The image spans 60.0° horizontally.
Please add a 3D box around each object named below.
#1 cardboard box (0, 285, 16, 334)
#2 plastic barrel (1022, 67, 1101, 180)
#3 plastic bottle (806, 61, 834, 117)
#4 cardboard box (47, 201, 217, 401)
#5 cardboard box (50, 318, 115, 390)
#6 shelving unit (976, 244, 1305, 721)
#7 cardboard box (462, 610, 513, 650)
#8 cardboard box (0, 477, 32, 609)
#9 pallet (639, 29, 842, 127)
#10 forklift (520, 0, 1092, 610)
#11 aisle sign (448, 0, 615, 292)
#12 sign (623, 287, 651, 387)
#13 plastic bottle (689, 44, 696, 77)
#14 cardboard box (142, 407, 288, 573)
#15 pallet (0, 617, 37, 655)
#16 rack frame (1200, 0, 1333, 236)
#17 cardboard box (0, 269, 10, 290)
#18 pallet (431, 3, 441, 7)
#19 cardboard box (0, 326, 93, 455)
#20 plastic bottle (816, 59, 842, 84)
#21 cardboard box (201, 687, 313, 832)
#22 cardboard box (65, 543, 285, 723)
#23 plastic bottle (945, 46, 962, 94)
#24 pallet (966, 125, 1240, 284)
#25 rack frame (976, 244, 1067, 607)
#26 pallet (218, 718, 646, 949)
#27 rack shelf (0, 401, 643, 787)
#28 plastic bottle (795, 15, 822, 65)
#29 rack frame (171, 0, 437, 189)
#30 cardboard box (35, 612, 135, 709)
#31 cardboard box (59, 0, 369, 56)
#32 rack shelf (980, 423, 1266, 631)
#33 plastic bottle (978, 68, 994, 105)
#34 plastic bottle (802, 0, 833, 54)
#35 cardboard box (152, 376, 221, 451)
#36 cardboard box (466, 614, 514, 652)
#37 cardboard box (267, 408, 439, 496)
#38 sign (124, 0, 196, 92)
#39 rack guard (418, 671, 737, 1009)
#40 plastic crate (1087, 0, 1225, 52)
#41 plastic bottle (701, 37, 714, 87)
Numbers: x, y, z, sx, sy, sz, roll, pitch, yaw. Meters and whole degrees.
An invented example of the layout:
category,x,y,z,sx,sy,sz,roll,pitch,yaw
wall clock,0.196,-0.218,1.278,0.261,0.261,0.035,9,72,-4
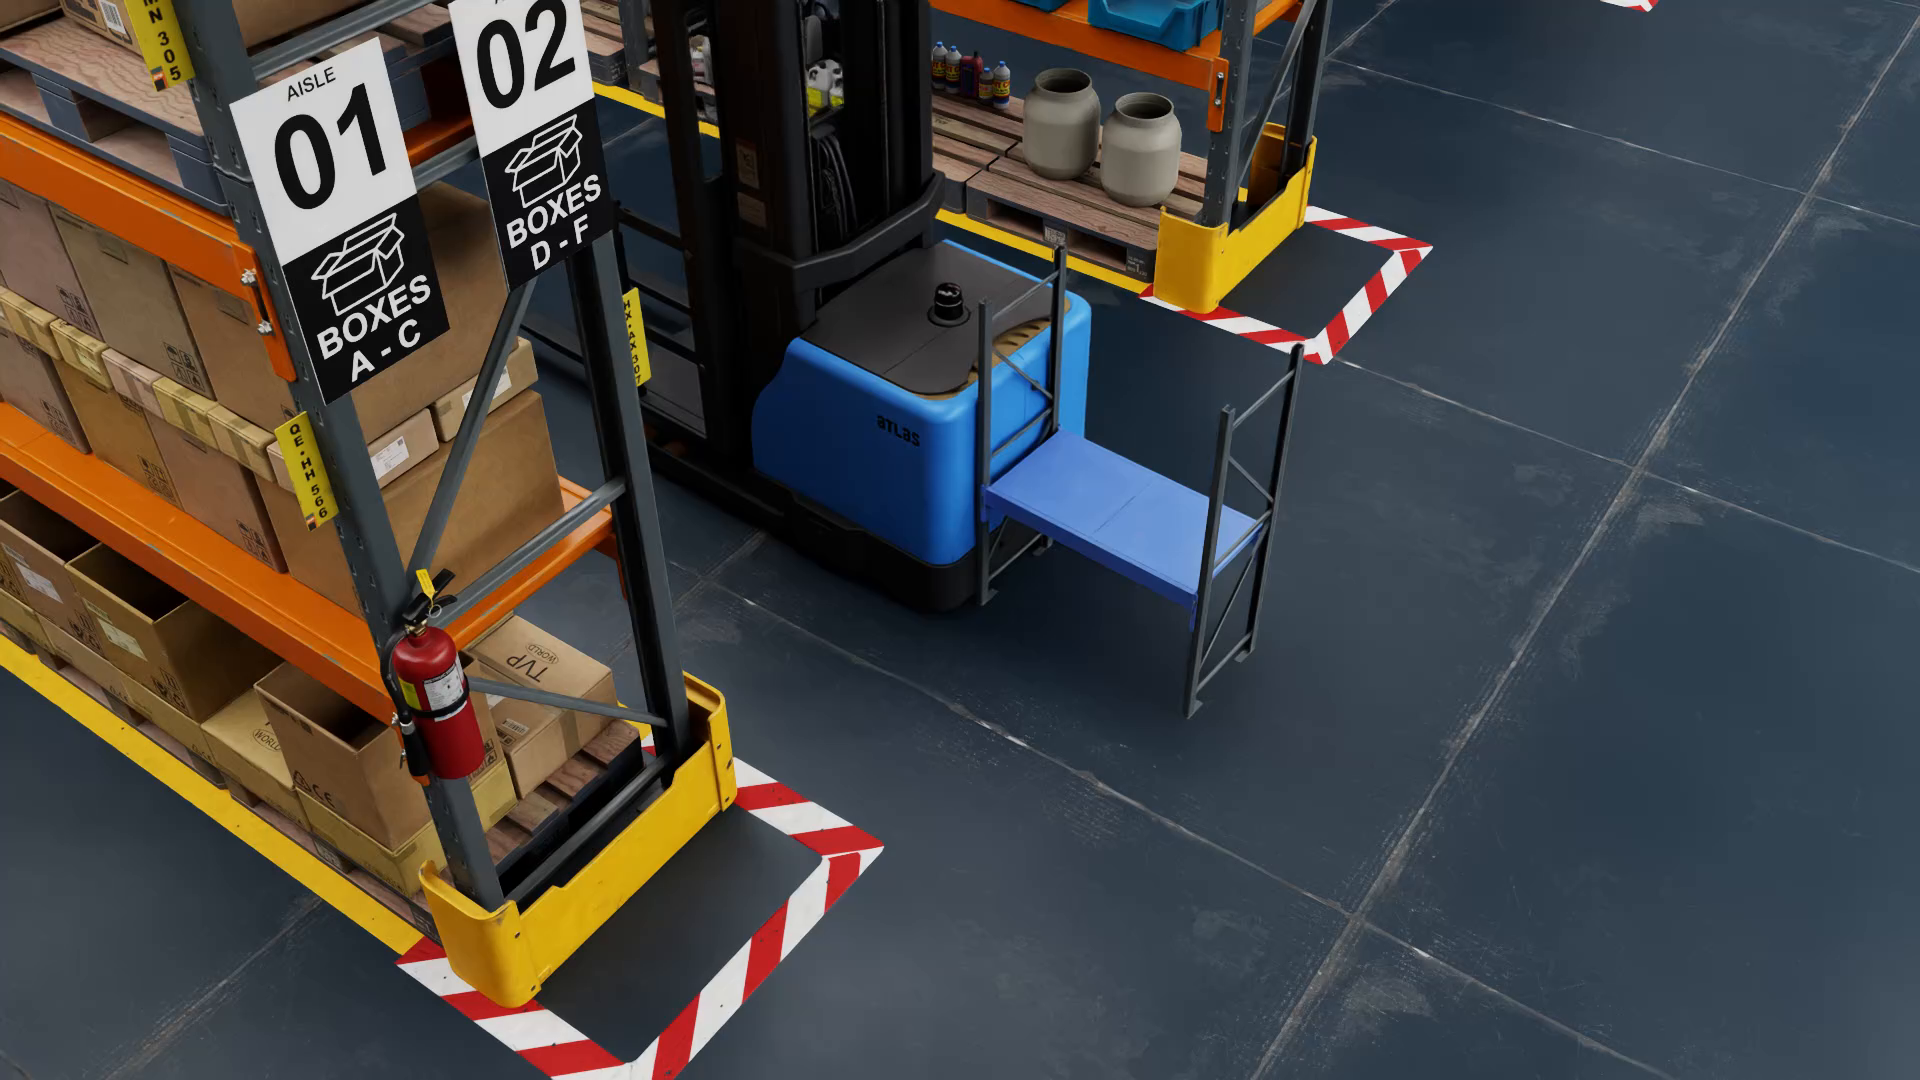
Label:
category,x,y,z,sx,sy,sz,roll,pitch,yaw
cardboard box,-2.993,-0.855,5.394,0.250,0.149,0.380,24,47,25
plastic barrel,0.554,-2.275,9.094,0.421,0.512,0.421,0,42,0
plastic bottle,-0.802,-2.581,9.542,0.185,0.351,0.144,25,47,25
cardboard box,-2.152,-0.866,4.920,0.500,0.500,0.700,24,47,24
cardboard box,-2.566,-0.657,5.173,0.250,0.149,0.380,27,48,27
shelving unit,0.631,-0.205,6.354,1.048,1.500,0.538,28,49,28
cardboard box,-2.021,0.131,6.039,0.500,0.500,0.500,25,48,25
cardboard box,-3.556,-0.152,6.355,0.500,0.500,0.500,25,48,25
pallet,-1.201,-2.856,10.283,1.213,0.211,1.003,25,48,25
forklift,-0.916,-1.625,6.868,3.031,2.935,1.130,28,49,28
aisle sign,-1.070,-1.051,4.226,0.004,0.787,0.394,25,48,25
sign,-0.976,-0.593,4.955,0.005,0.325,0.100,25,48,25
plastic bottle,-1.635,-2.896,10.005,0.097,0.201,0.097,0,42,0
cardboard box,-2.107,-0.362,5.330,0.500,0.500,0.700,26,48,26
pallet,-3.948,-0.106,7.210,1.213,0.211,1.003,25,48,25
rack frame,1.548,-2.643,7.955,0.127,3.000,1.000,25,48,25
cardboard box,-2.975,-1.250,5.350,0.500,0.500,0.700,25,48,25
pallet,-3.396,-3.882,11.430,1.213,0.211,1.003,25,48,25
cardboard box,-2.944,-0.755,5.769,0.500,0.500,0.700,27,48,27
plastic bottle,-0.738,-2.644,9.668,0.135,0.276,0.152,25,48,25
cardboard box,-2.325,0.699,5.967,0.500,0.250,0.500,25,48,25
cardboard box,-2.737,0.230,5.928,0.500,0.500,0.500,25,48,25
plastic bottle,-0.039,-2.786,9.830,0.097,0.271,0.097,0,42,0
pallet,0.796,-1.922,9.239,1.213,0.211,1.003,25,48,25
rack frame,0.235,-0.416,6.591,0.032,1.500,0.500,28,49,28
pallet,-1.950,0.829,6.166,1.213,0.211,1.003,25,48,25
rack shelf,-2.937,-0.438,6.030,4.000,0.370,1.077,25,48,25
plastic bottle,-0.942,-3.071,10.145,0.135,0.276,0.152,25,48,25
rack frame,-1.300,-2.176,2.934,0.127,3.000,1.000,25,48,25
cardboard box,-3.143,0.316,6.395,0.500,0.250,0.500,25,48,25
cardboard box,-1.768,-1.528,3.961,0.637,0.503,0.797,28,49,28
rack shelf,0.631,-0.070,6.474,1.000,0.185,0.538,28,49,28
plastic bottle,0.157,-2.669,9.751,0.097,0.201,0.097,0,42,0
plastic bottle,-0.878,-3.189,10.221,0.185,0.351,0.144,23,47,23
cardboard box,-2.146,-0.459,4.952,0.250,0.149,0.380,24,47,25
cardboard box,-2.023,0.411,6.288,0.500,0.250,0.500,25,48,25
cardboard box,-1.722,-0.262,4.732,0.250,0.149,0.380,24,47,25
sign,-1.623,-1.068,3.340,0.005,0.325,0.100,25,48,25
rack guard,-1.280,1.000,5.757,0.348,0.500,1.175,25,48,25
plastic crate,0.966,-2.616,8.036,0.616,0.251,0.499,25,48,25
plastic bottle,-1.438,-2.854,9.902,0.135,0.276,0.152,27,48,27
